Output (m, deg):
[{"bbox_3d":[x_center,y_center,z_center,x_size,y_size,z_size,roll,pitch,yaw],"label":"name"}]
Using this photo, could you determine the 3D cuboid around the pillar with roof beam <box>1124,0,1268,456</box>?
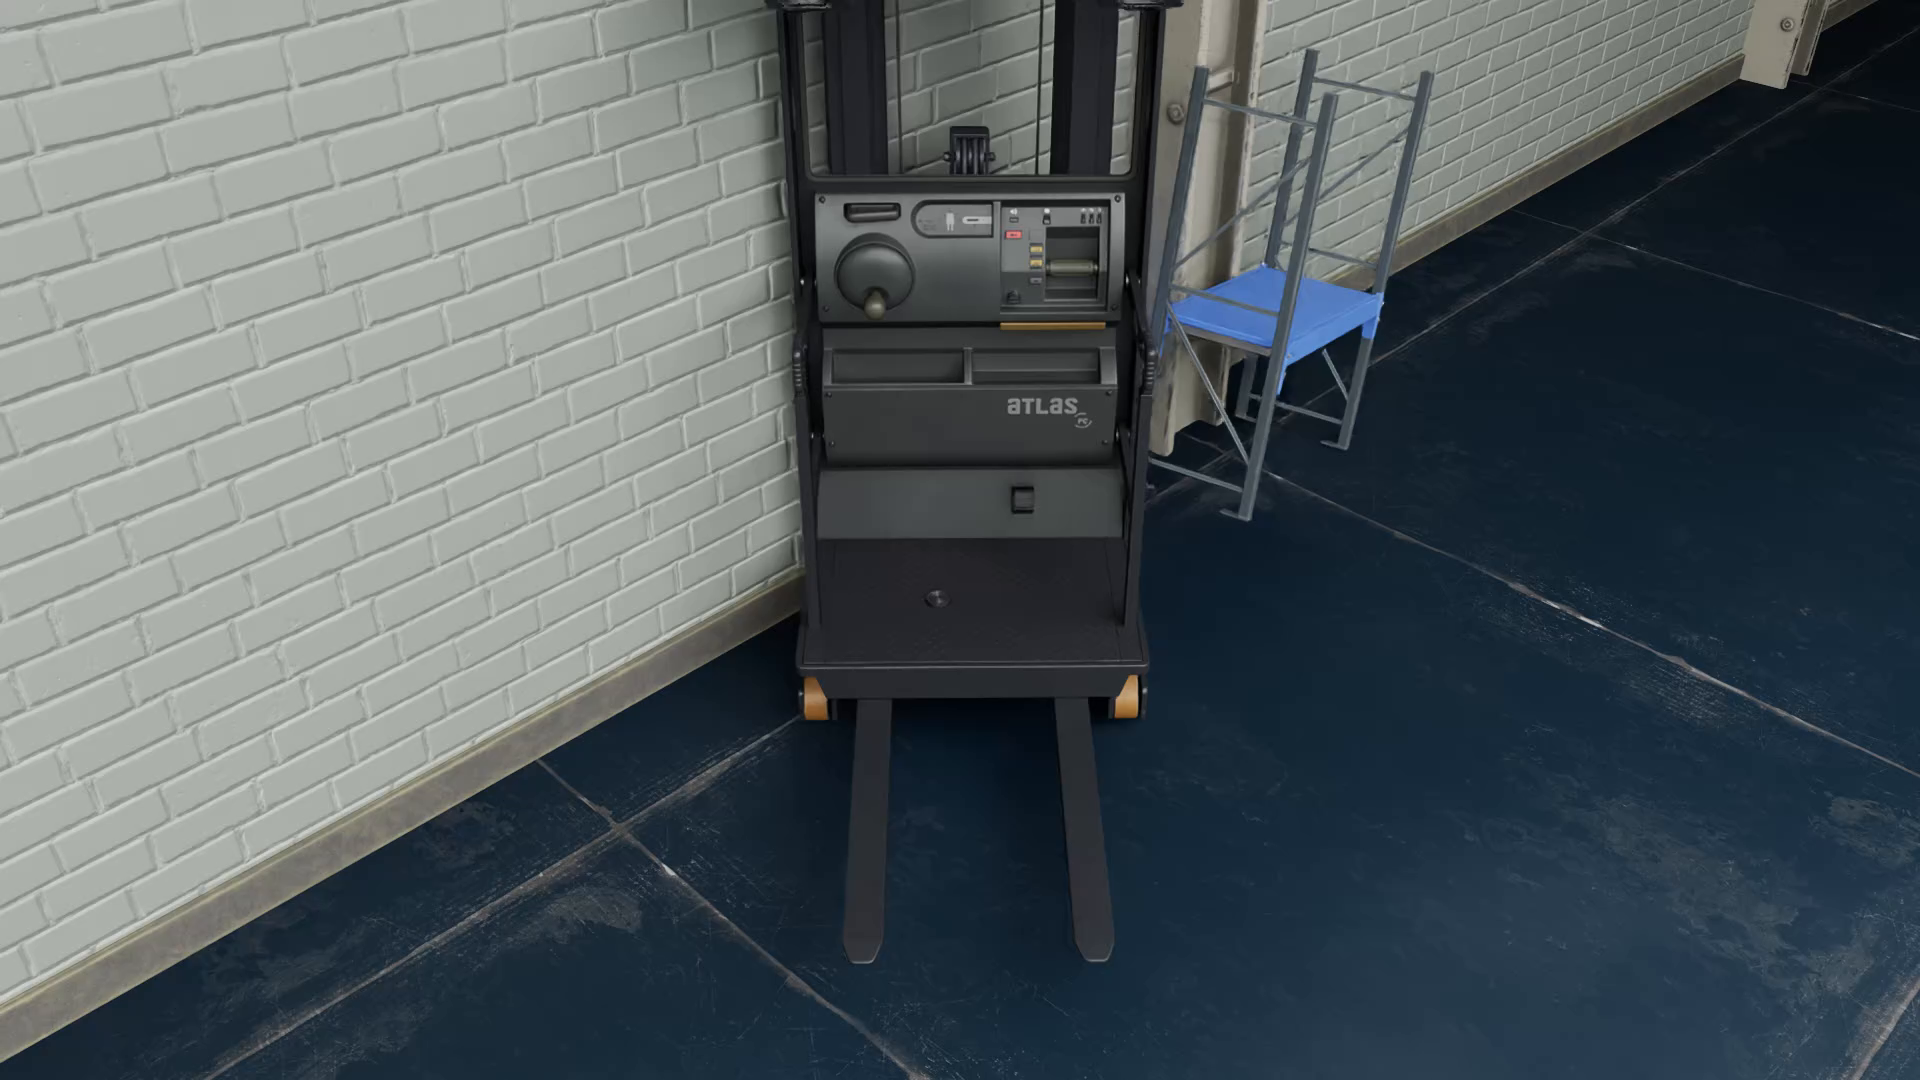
[{"bbox_3d":[3.915,-2.435,1.874,9.100,9.000,0.400,30,45,35],"label":"pillar with roof beam"}]

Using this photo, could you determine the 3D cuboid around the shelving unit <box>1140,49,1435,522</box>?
[{"bbox_3d":[1.182,-0.973,6.149,0.538,1.500,1.048,20,27,26],"label":"shelving unit"}]

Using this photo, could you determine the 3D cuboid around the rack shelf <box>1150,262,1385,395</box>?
[{"bbox_3d":[1.161,-0.810,6.223,0.538,0.185,1.000,20,27,26],"label":"rack shelf"}]

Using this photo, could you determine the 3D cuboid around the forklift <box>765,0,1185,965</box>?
[{"bbox_3d":[0.035,-0.795,4.827,1.130,2.935,3.031,0,35,0],"label":"forklift"}]

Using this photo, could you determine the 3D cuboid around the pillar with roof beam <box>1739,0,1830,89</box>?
[{"bbox_3d":[8.143,-4.870,5.367,9.100,9.000,0.400,30,45,35],"label":"pillar with roof beam"}]

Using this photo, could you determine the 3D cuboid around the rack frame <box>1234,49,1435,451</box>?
[{"bbox_3d":[1.451,-1.122,6.554,0.500,1.500,0.032,20,27,26],"label":"rack frame"}]

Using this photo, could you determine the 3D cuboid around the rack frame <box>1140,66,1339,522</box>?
[{"bbox_3d":[0.912,-0.824,5.745,0.500,1.500,0.032,20,27,26],"label":"rack frame"}]
